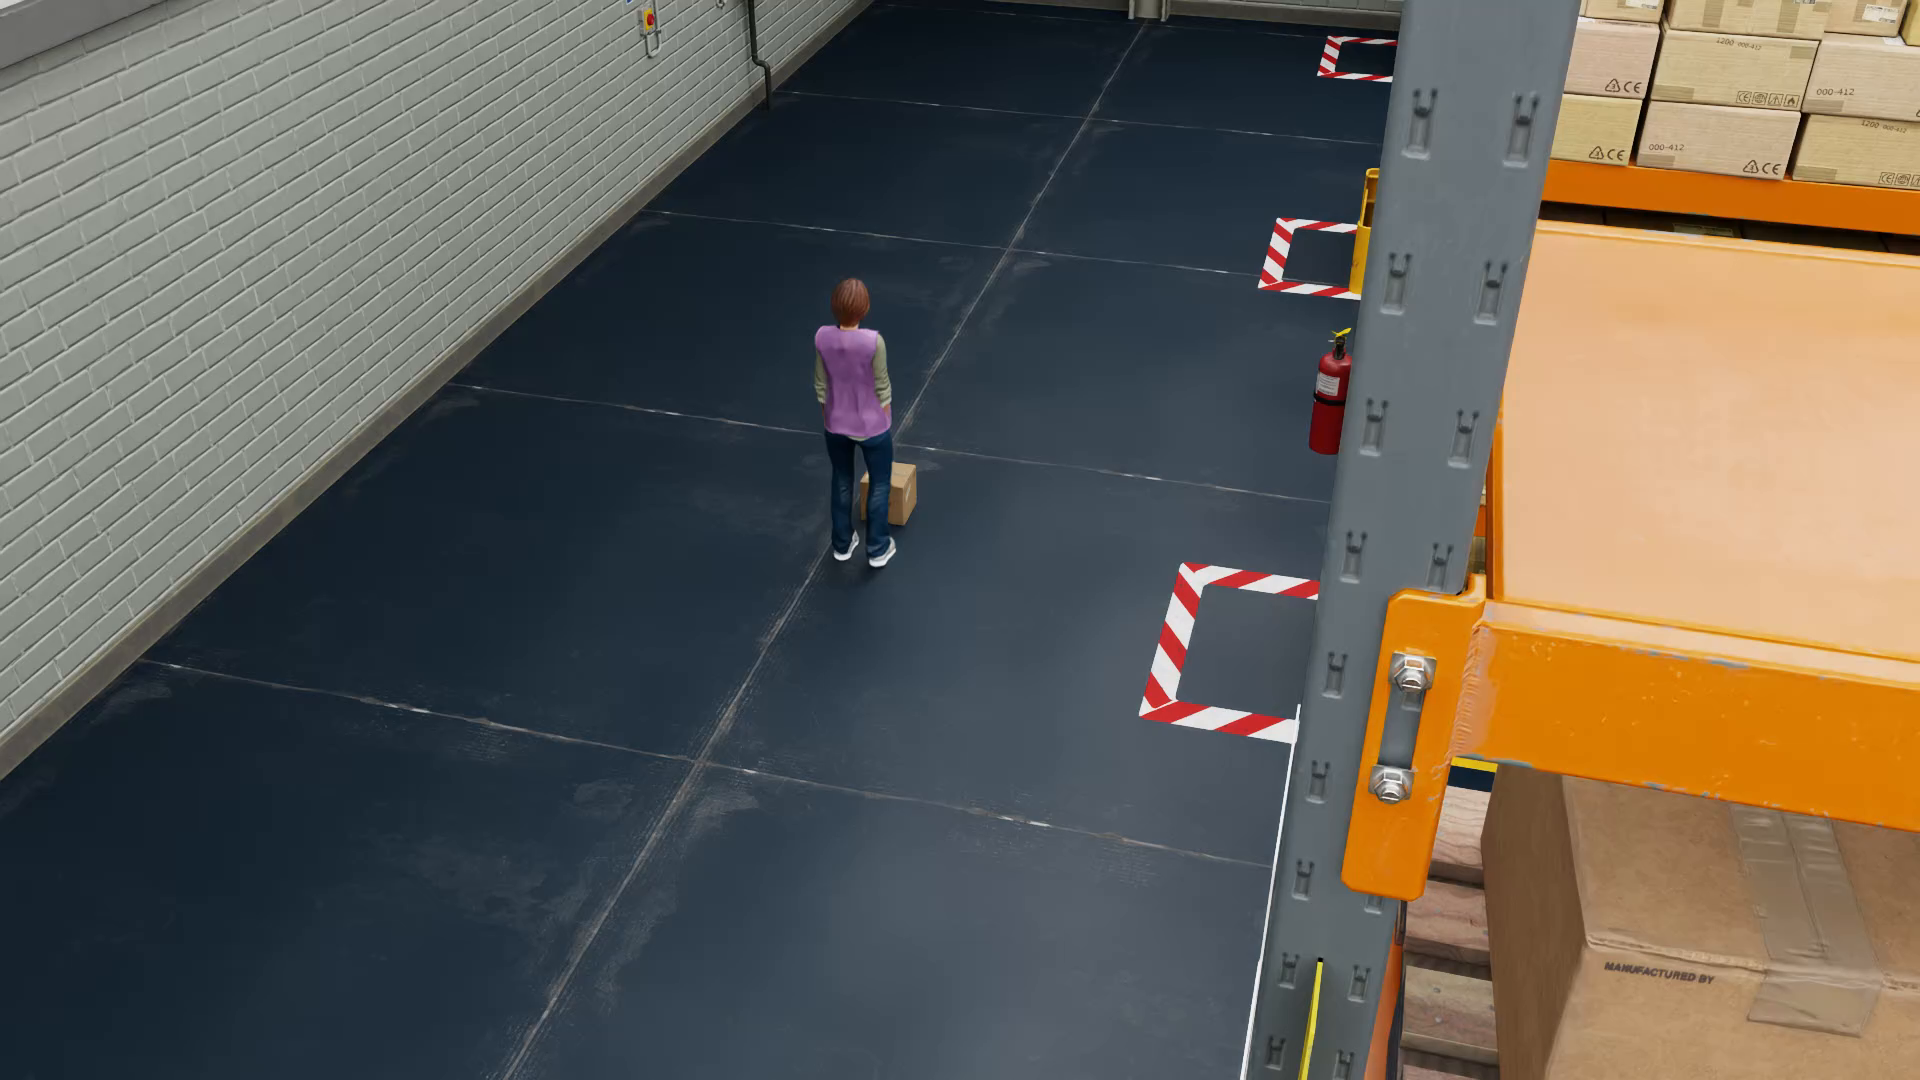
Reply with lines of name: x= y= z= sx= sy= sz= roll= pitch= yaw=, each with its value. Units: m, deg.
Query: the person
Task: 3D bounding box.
person: x=-0.547 y=-0.582 z=8.561 sx=0.409 sy=1.579 sz=0.307 roll=9 pitch=34 yaw=13
